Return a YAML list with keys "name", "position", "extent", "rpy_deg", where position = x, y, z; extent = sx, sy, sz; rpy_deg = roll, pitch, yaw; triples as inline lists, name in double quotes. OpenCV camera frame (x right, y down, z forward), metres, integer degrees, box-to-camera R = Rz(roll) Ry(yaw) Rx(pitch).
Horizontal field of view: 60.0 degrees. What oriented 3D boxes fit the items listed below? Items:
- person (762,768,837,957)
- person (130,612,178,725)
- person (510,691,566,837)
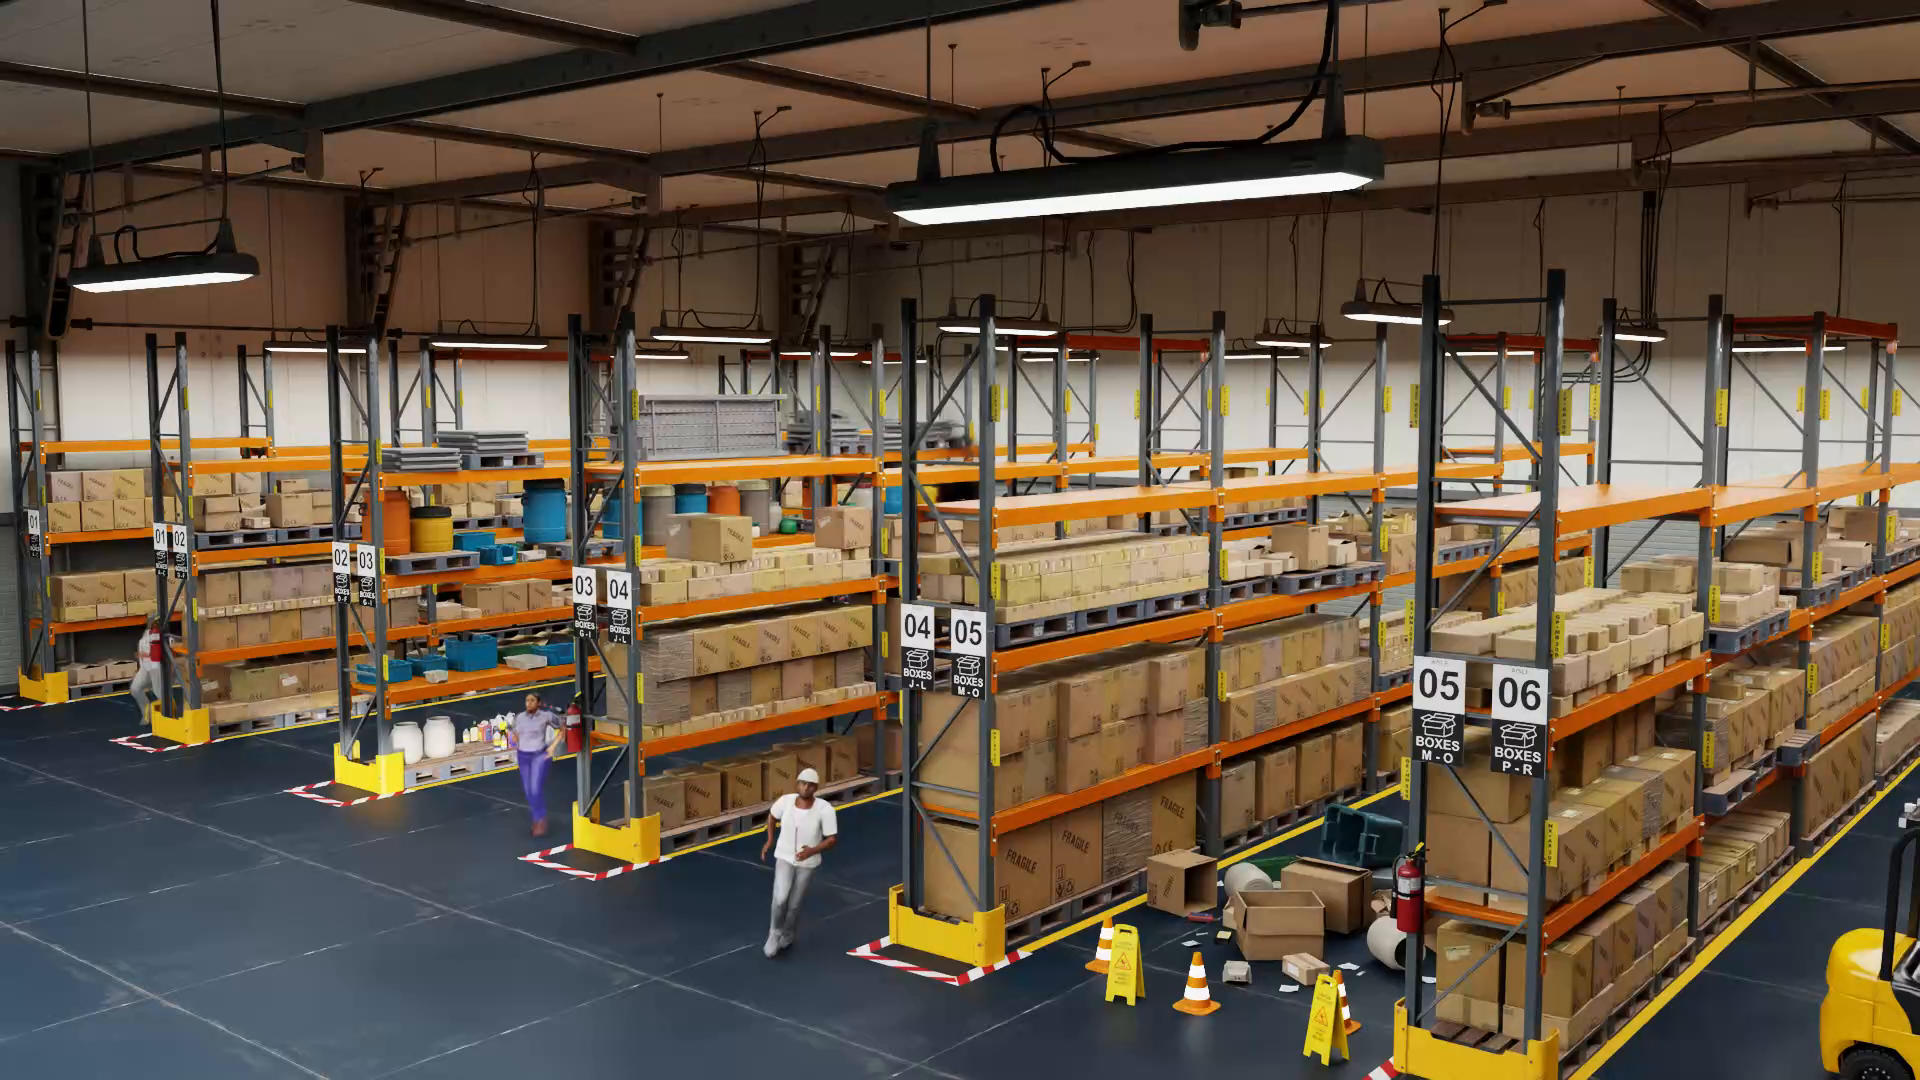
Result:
- name: "person"
  position: [-1.478, 2.927, 15.159]
  extent: [0.712, 1.699, 0.666]
  rpy_deg: [0, 5, 3]
- name: "person"
  position: [-12.460, 1.998, 25.759]
  extent: [0.642, 1.820, 0.711]
  rpy_deg: [3, 6, 26]
- name: "person"
  position: [-4.976, 2.611, 19.431]
  extent: [0.582, 1.695, 0.680]
  rpy_deg: [1, 5, 15]
